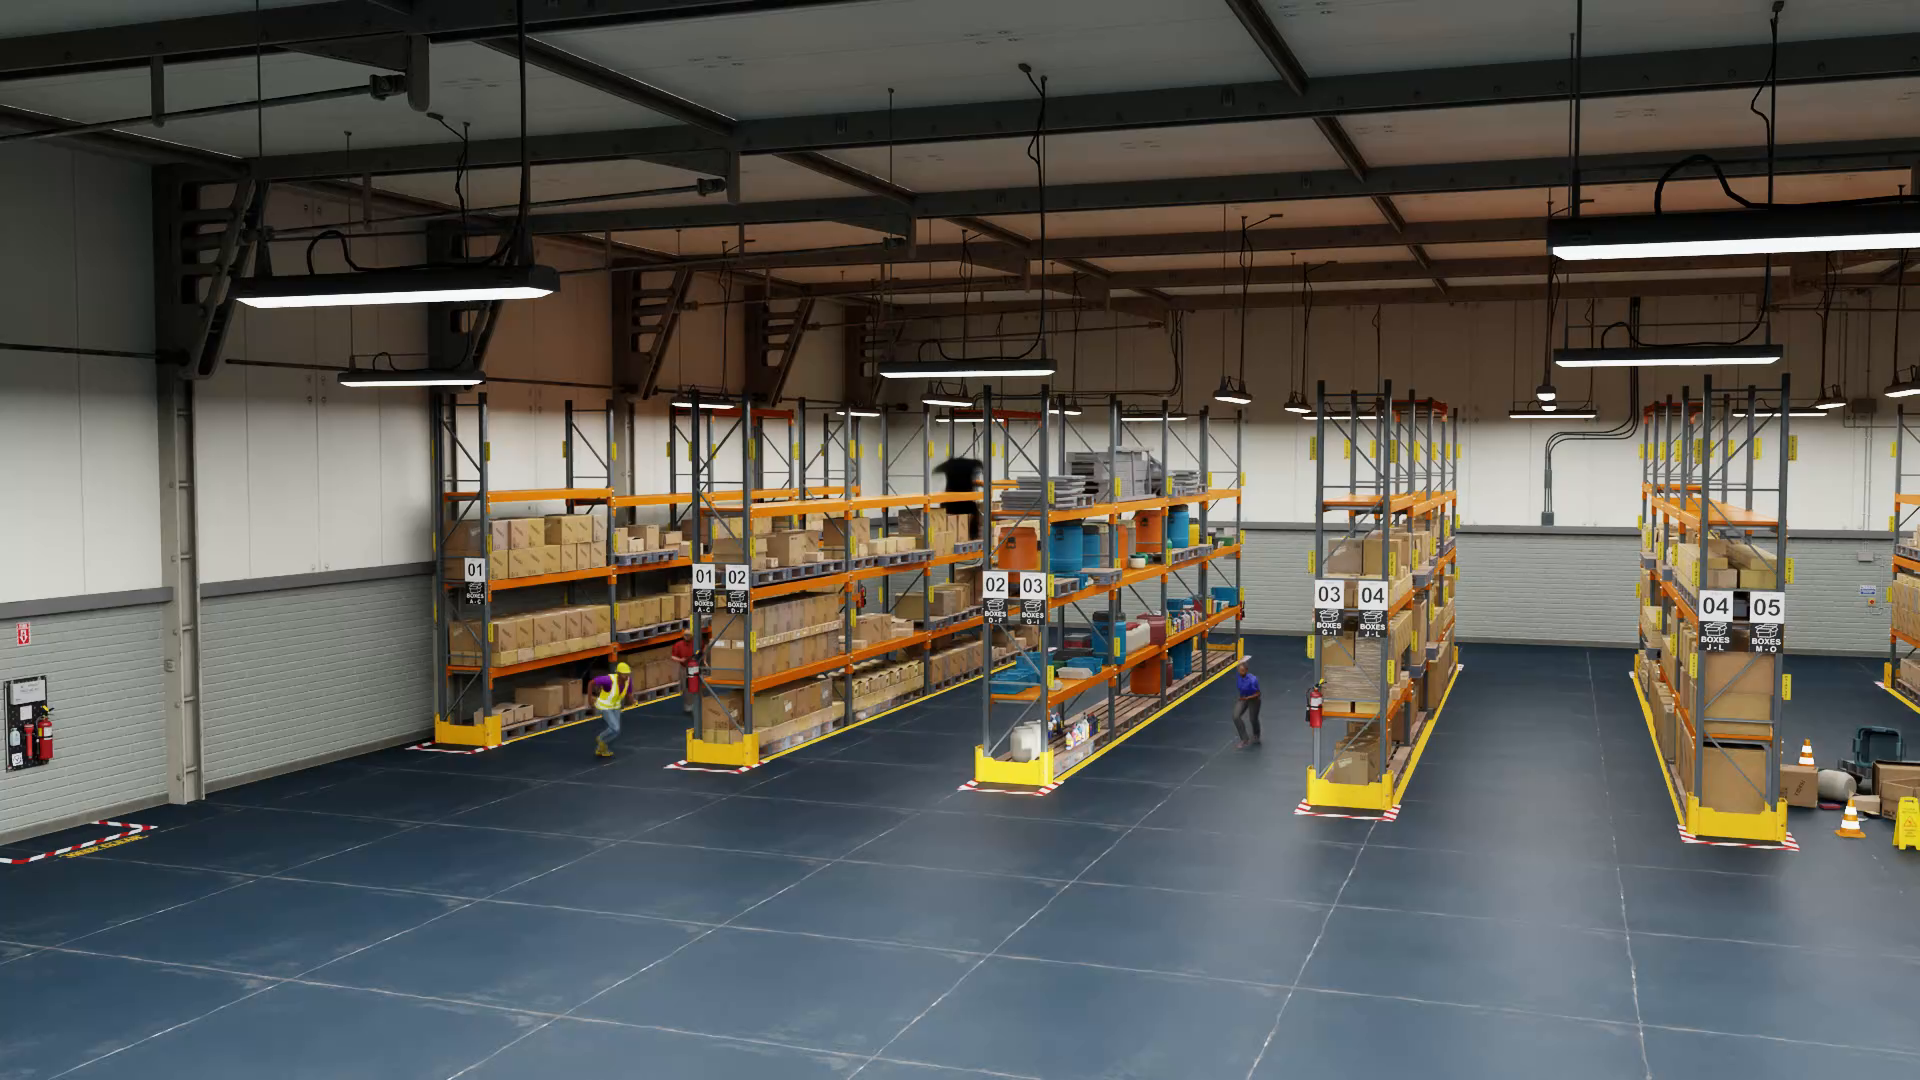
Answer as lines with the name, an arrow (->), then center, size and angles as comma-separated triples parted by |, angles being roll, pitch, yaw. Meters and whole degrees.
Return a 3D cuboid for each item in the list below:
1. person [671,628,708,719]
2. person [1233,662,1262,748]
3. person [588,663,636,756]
person -> -5.093, 2.492, 31.358 | 0.674, 1.709, 0.999 | 0, 3, -5
person -> 4.917, 2.741, 28.116 | 0.563, 1.459, 1.082 | 2, 4, 34
person -> -5.679, 2.767, 27.057 | 0.861, 1.577, 0.738 | 2, 4, 38
